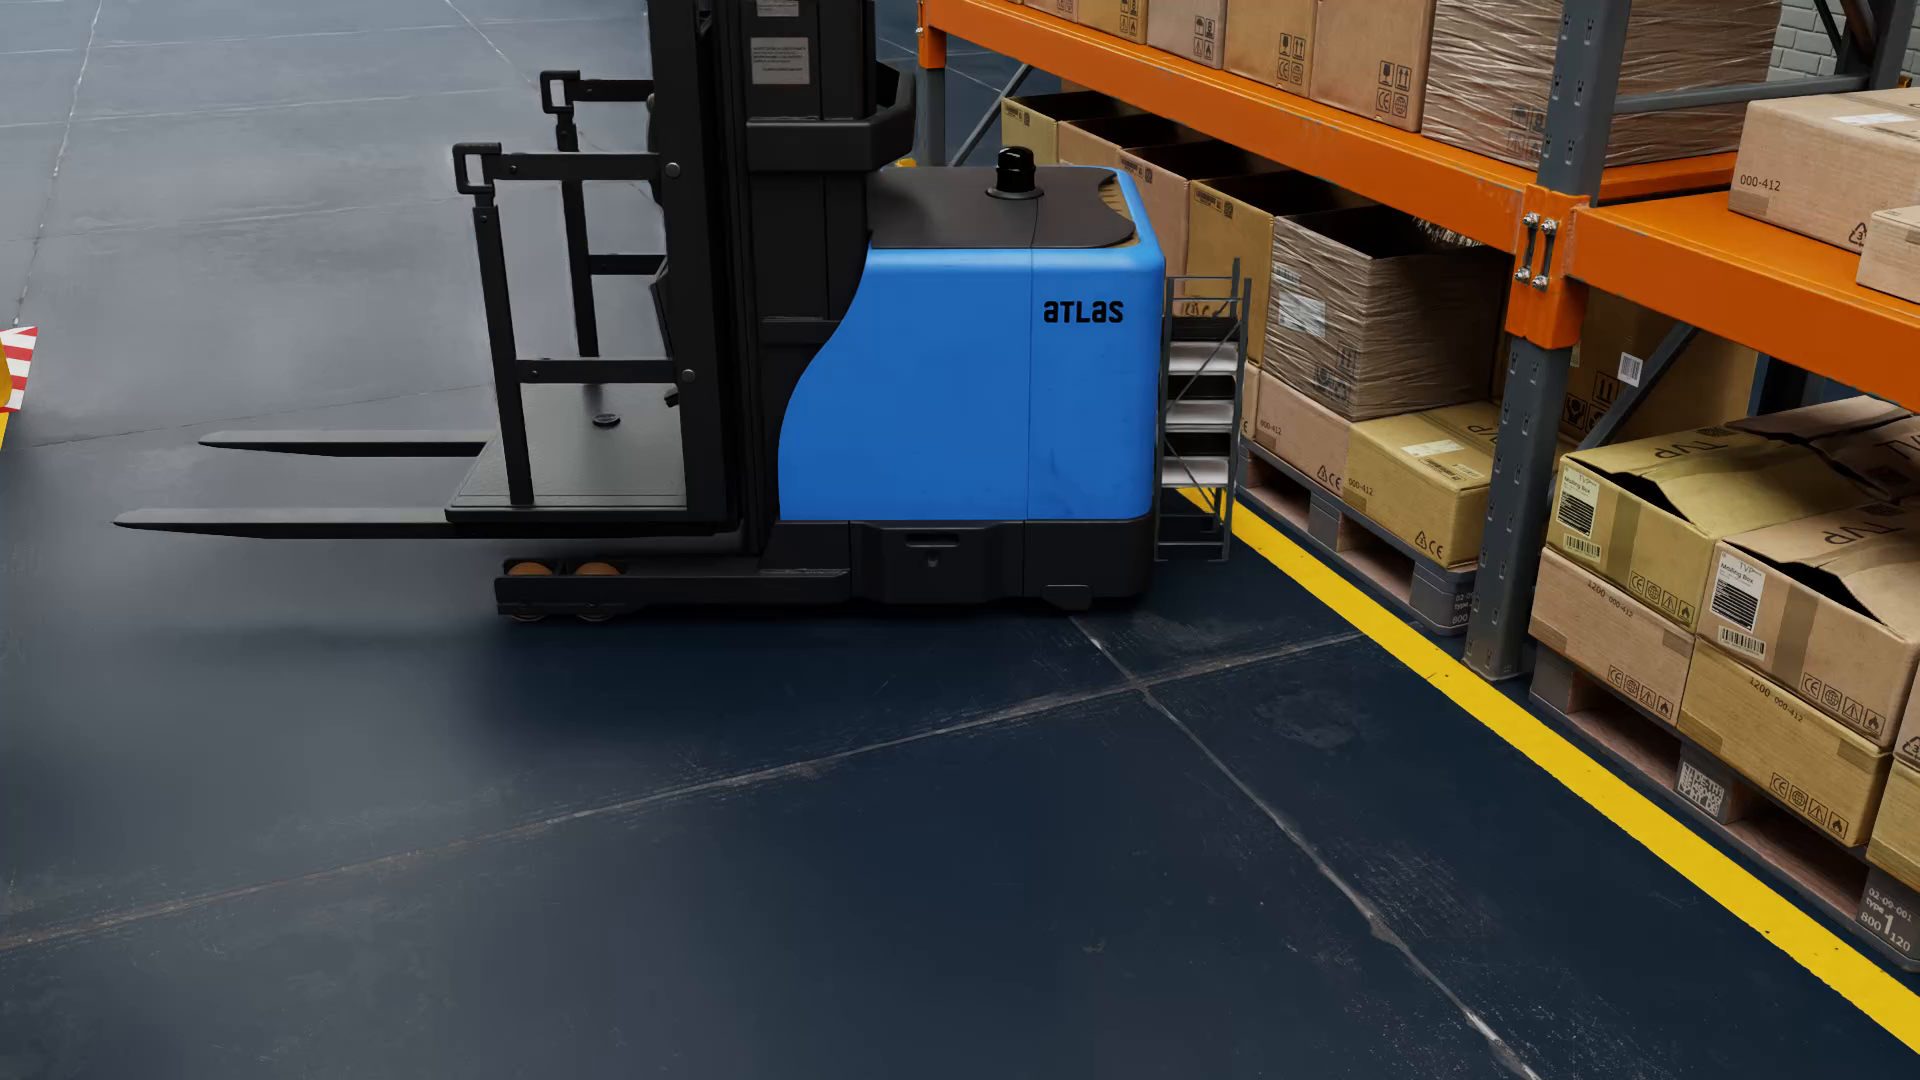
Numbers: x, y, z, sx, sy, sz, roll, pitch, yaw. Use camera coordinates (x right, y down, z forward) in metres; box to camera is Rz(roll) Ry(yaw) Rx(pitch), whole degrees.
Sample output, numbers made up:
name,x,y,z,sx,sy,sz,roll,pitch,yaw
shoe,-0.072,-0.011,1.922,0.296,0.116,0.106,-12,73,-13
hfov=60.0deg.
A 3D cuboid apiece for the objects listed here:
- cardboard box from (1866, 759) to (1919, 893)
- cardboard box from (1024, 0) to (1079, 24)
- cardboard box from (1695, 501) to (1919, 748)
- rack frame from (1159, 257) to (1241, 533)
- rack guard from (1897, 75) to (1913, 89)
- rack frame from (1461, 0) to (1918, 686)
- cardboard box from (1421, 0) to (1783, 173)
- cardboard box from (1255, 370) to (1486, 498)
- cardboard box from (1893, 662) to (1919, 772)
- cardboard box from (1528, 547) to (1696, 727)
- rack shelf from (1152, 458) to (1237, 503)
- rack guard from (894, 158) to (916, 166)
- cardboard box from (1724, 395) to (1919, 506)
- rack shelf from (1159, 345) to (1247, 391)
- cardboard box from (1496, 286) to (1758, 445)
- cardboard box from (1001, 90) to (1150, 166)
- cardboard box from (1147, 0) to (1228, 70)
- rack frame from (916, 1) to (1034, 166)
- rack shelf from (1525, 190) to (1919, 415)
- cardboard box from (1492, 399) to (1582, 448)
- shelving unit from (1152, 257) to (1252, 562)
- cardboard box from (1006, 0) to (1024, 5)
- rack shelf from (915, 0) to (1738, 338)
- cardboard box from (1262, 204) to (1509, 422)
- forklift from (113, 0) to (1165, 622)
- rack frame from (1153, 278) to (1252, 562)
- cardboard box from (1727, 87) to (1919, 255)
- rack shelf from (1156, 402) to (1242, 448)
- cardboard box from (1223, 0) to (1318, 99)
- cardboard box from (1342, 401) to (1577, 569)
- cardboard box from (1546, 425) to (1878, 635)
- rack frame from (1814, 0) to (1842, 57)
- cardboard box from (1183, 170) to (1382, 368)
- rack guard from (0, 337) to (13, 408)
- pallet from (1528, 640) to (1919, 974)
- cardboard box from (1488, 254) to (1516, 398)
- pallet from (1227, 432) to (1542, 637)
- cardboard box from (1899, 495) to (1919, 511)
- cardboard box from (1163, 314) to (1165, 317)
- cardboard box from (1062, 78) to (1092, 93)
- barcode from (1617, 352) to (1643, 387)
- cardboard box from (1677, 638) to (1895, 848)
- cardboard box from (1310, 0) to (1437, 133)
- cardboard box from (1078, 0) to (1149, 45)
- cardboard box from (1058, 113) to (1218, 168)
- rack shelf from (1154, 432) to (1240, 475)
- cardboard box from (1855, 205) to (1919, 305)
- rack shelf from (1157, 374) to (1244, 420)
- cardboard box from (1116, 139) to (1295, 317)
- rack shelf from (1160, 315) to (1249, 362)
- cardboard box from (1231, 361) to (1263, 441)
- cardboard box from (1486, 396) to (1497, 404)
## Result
name,x,y,z,sx,sy,sz,roll,pitch,yaw
cardboard box,2.191,0.598,3.261,0.500,0.250,0.500,-11,28,-22
cardboard box,0.671,-2.327,6.483,0.700,0.500,0.500,-10,28,-19
cardboard box,1.980,0.138,3.564,0.500,0.311,0.500,-11,28,-21
rack frame,0.705,-0.428,5.099,0.240,0.900,0.006,0,26,0
rack guard,4.876,-2.383,9.560,1.175,0.500,0.348,-11,28,-21
rack frame,1.857,-1.069,4.021,1.000,3.000,0.127,-11,28,-21
cardboard box,1.677,-1.292,4.364,0.700,0.500,0.500,-11,28,-22
cardboard box,1.287,-0.376,5.256,0.500,0.250,0.500,-11,28,-21
cardboard box,2.184,0.347,3.137,0.500,0.311,0.500,-12,28,-22
cardboard box,1.787,0.183,4.111,0.500,0.250,0.500,-11,28,-22
rack shelf,0.705,-0.191,5.101,0.258,0.077,0.200,0,26,0
rack guard,0.281,-1.570,7.897,1.175,0.500,0.348,-11,28,-21
cardboard box,2.279,-0.160,4.175,0.500,0.311,0.500,-11,28,-21
rack shelf,0.706,-0.515,4.943,0.258,0.077,0.200,0,26,0
cardboard box,1.963,-0.600,4.861,0.500,0.500,0.500,-11,28,-21
cardboard box,0.493,-1.518,6.741,0.500,0.500,0.500,-11,28,-21
cardboard box,1.070,-1.914,5.637,0.700,0.500,0.500,-10,28,-19
rack frame,0.290,-2.684,7.328,1.000,3.000,0.127,-11,28,-21
rack shelf,2.640,0.061,2.525,1.077,0.370,4.000,-11,28,-21
cardboard box,1.954,-0.262,5.022,0.500,0.250,0.500,-11,28,-21
shelving unit,0.706,-0.383,5.008,0.258,0.900,0.210,0,26,0
cardboard box,0.461,-2.538,6.916,0.700,0.500,0.500,-11,28,-21
rack shelf,1.073,-1.553,5.833,1.077,0.370,4.000,-11,28,-21
cardboard box,1.289,-0.713,5.092,0.500,0.500,0.500,-11,28,-21
forklift,-0.958,-1.315,4.603,3.031,2.935,1.130,0,26,0
rack frame,0.706,-0.338,4.916,0.240,0.900,0.006,0,26,0
cardboard box,2.090,-0.811,3.662,0.500,0.250,0.500,-9,27,-17
rack shelf,0.706,-0.353,5.022,0.258,0.077,0.200,0,26,0
cardboard box,1.272,-1.707,5.214,0.700,0.500,0.500,-10,28,-20
cardboard box,1.474,-0.172,4.839,0.500,0.250,0.500,-11,28,-21
cardboard box,1.789,-0.065,3.980,0.500,0.311,0.500,-10,28,-20
rack frame,4.847,-3.537,9.075,1.000,3.000,0.127,-11,28,-21
cardboard box,1.090,-0.914,5.504,0.500,0.500,0.500,-11,28,-21
rack guard,-4.196,-0.689,6.091,1.175,0.500,0.348,-11,28,-21
pallet,2.181,0.475,4.037,1.003,0.211,1.213,-11,28,-21
cardboard box,1.760,-0.801,5.272,0.500,0.500,0.500,-11,28,-21
pallet,1.584,-0.144,5.305,1.003,0.211,1.213,-11,28,-21
cardboard box,2.489,0.049,3.747,0.500,0.311,0.500,-10,28,-19
cardboard box,0.881,-0.777,6.077,0.500,0.250,0.500,-11,28,-21
cardboard box,0.774,-1.809,7.336,0.500,0.500,0.500,-11,28,-21
barcode,1.573,-0.401,3.905,0.001,0.075,0.075,-11,28,-21
cardboard box,1.986,0.390,3.688,0.500,0.250,0.500,-10,28,-19
cardboard box,1.465,-1.504,4.798,0.700,0.500,0.500,-11,28,-21
cardboard box,0.860,-2.126,6.071,0.700,0.500,0.500,-10,28,-20
cardboard box,0.701,-1.318,6.332,0.500,0.500,0.500,-11,28,-21
rack shelf,0.705,-0.272,5.062,0.258,0.077,0.200,0,26,0
cardboard box,2.016,-0.563,3.272,0.380,0.149,0.250,-11,28,-21
rack shelf,0.706,-0.434,4.983,0.258,0.077,0.200,0,26,0
cardboard box,0.880,-1.113,5.912,0.500,0.500,0.500,-11,28,-21
rack shelf,0.707,-0.596,4.904,0.258,0.077,0.200,0,26,0
cardboard box,1.078,-0.575,5.664,0.500,0.250,0.500,-11,28,-21
cardboard box,1.763,-0.464,5.438,0.500,0.250,0.500,-11,28,-21
